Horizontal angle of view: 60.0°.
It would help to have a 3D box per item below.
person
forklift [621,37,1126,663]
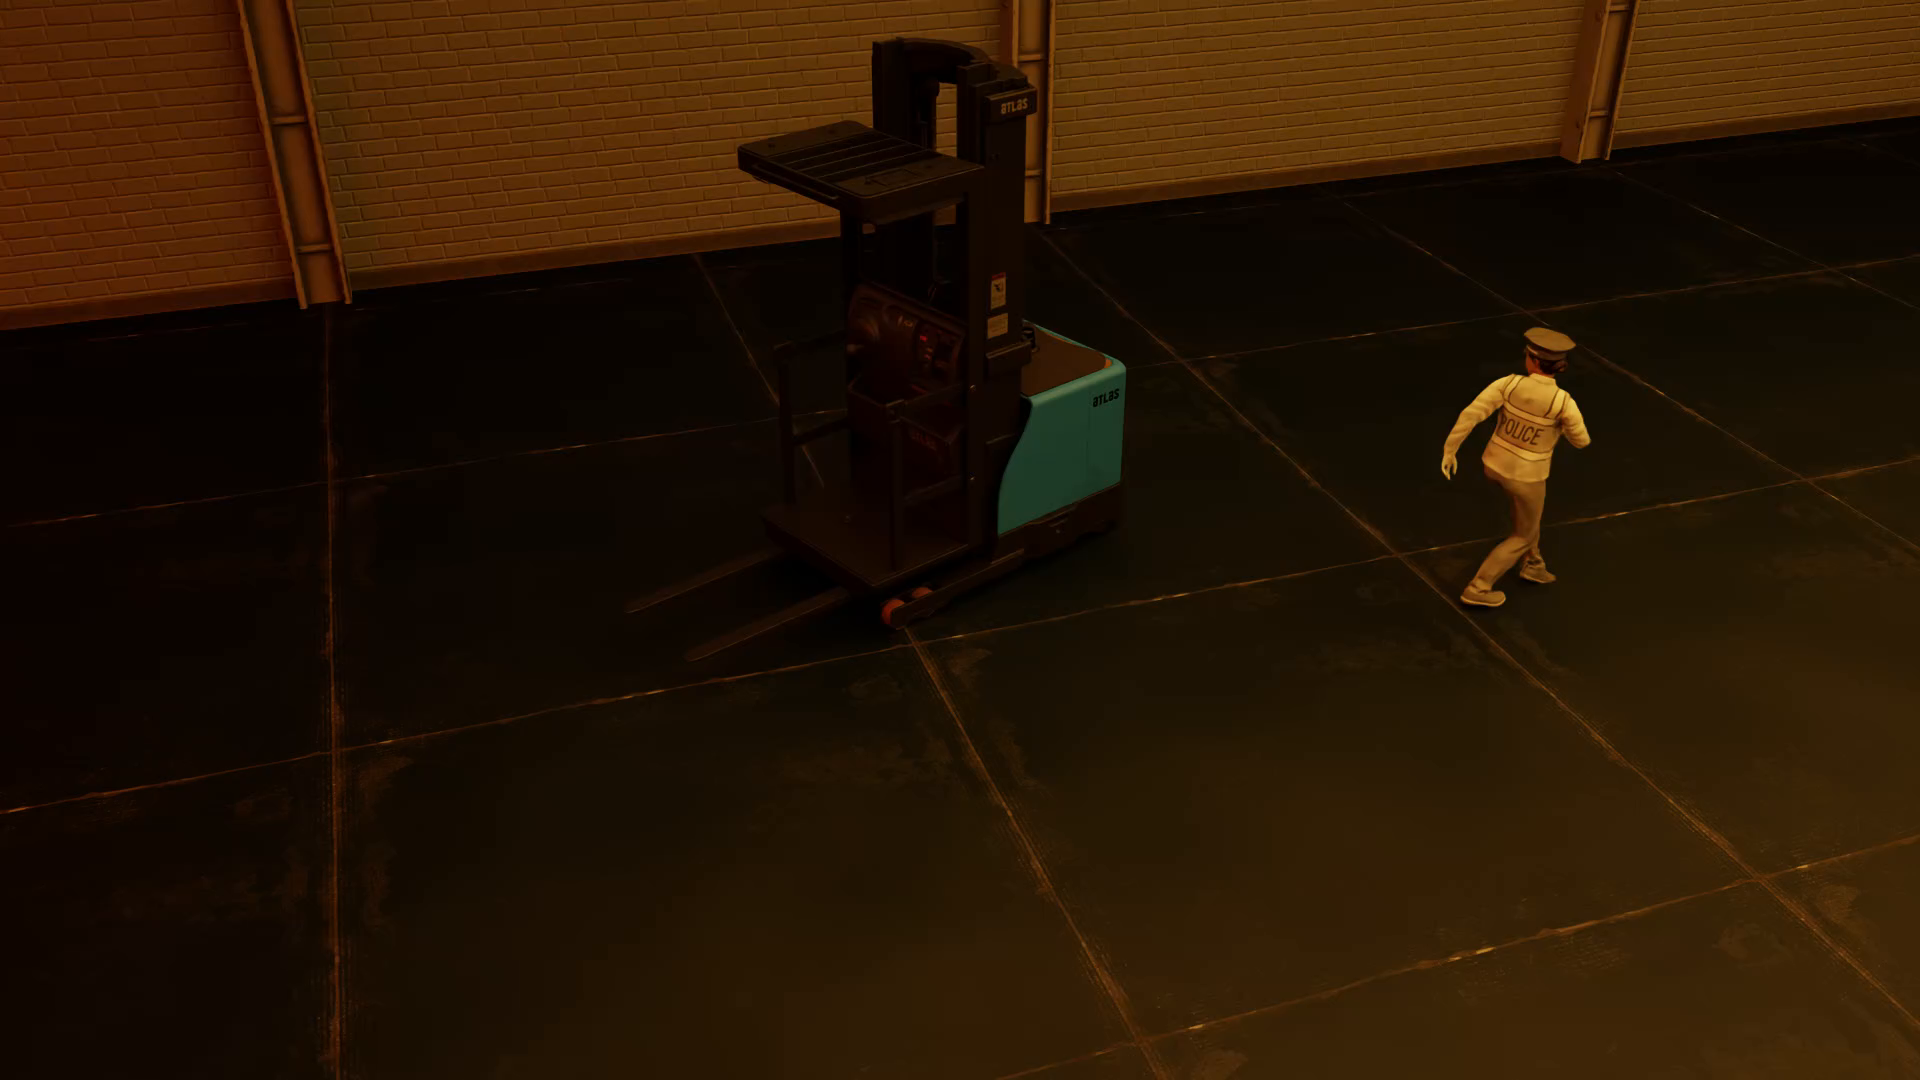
[{"bbox_3d":[3.084,-0.371,9.115,0.849,1.644,0.527,-16,34,-26],"label":"person"},{"bbox_3d":[-0.461,-1.072,8.951,3.031,2.935,1.130,-23,37,-34],"label":"forklift"}]
